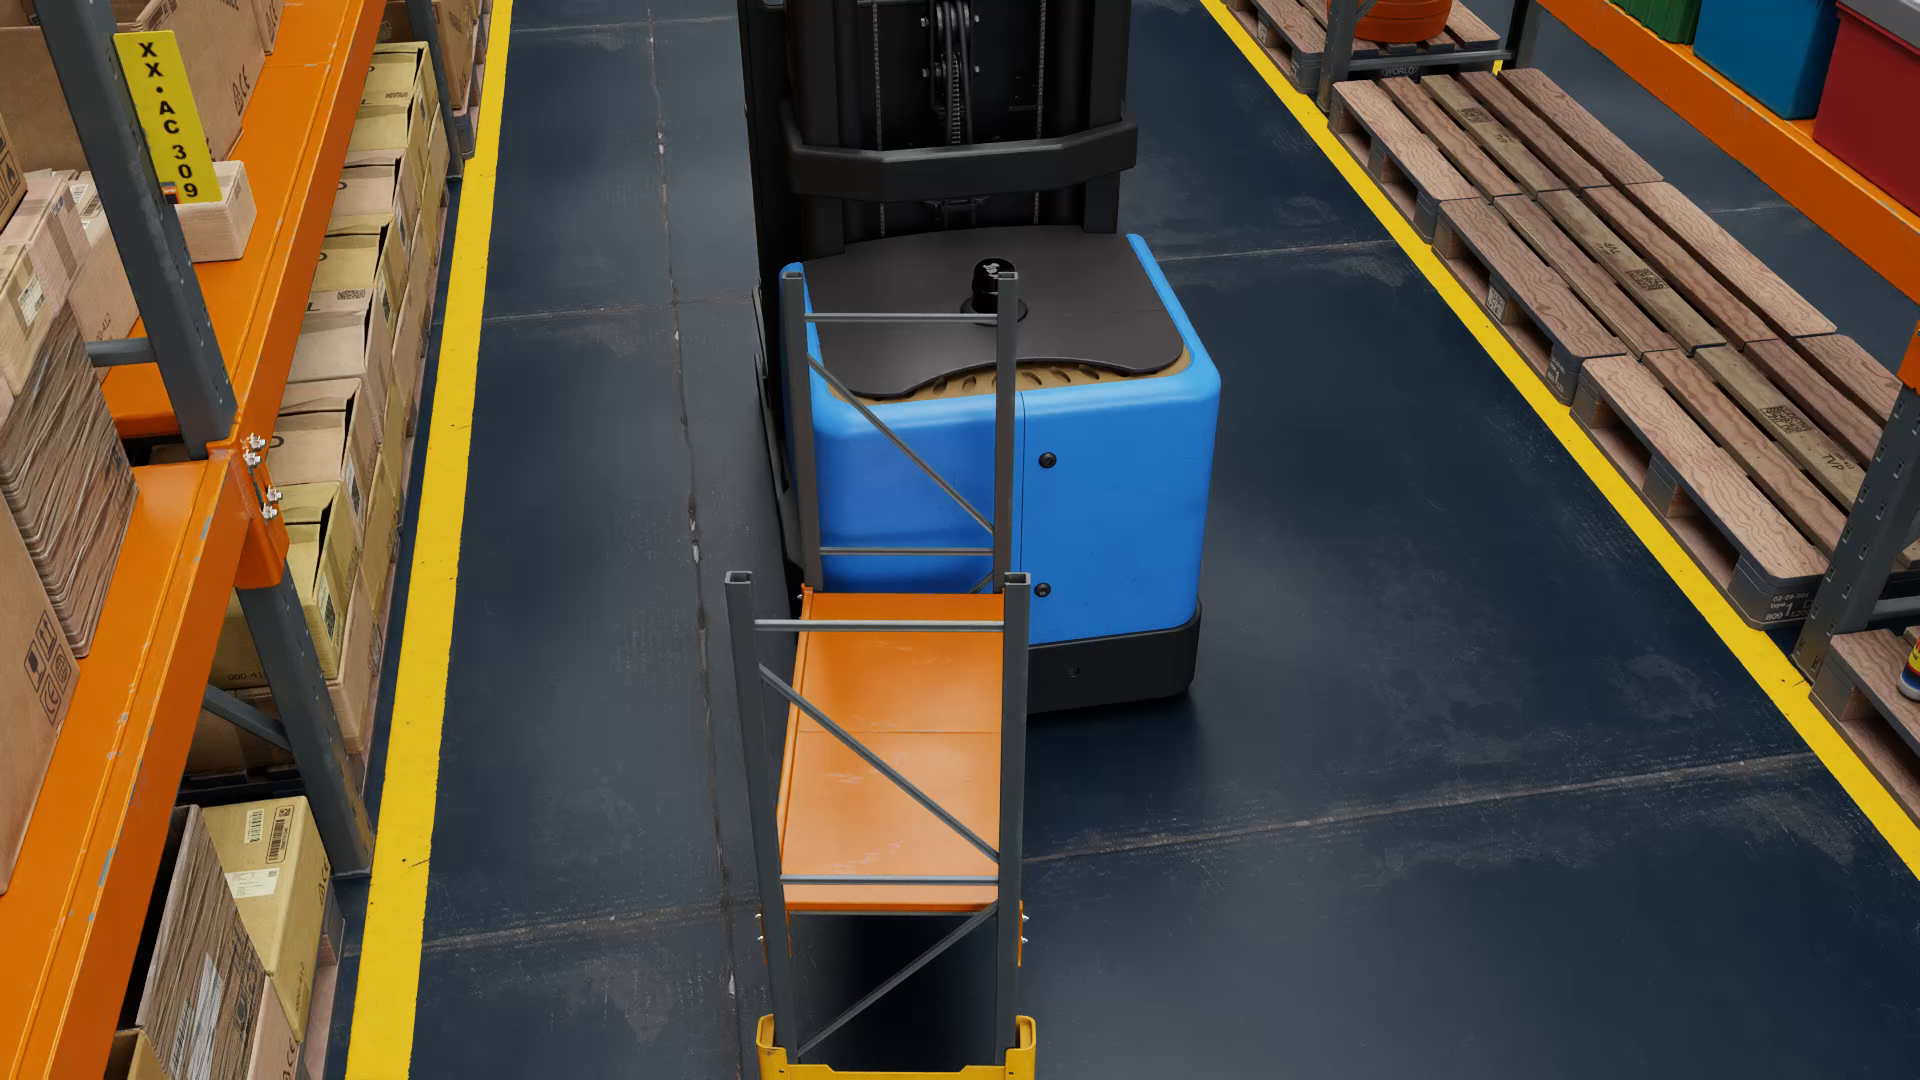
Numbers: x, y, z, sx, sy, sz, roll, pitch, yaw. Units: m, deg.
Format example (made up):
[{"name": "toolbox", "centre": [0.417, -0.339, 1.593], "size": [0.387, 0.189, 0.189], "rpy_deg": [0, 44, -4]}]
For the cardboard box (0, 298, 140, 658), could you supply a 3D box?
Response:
[{"name": "cardboard box", "centre": [-1.894, -0.099, 2.851], "size": [0.700, 0.500, 0.500], "rpy_deg": [-7, 38, -9]}]

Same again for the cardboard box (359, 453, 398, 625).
[{"name": "cardboard box", "centre": [-1.894, 0.014, 4.686], "size": [0.500, 0.250, 0.500], "rpy_deg": [-5, 38, -7]}]

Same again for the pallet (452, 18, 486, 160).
[{"name": "pallet", "centre": [-2.773, -2.097, 7.777], "size": [1.003, 0.211, 1.213], "rpy_deg": [-6, 38, -8]}]

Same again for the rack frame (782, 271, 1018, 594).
[{"name": "rack frame", "centre": [-0.127, 0.030, 3.988], "size": [0.500, 1.500, 0.032], "rpy_deg": [0, 38, 0]}]

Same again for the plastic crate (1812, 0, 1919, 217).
[{"name": "plastic crate", "centre": [2.513, -1.142, 4.223], "size": [0.402, 0.464, 0.583], "rpy_deg": [-6, 38, -8]}]

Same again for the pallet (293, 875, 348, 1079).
[{"name": "pallet", "centre": [-1.880, 1.259, 3.457], "size": [1.003, 0.211, 1.213], "rpy_deg": [-6, 38, -8]}]

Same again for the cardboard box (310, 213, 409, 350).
[{"name": "cardboard box", "centre": [-2.076, -0.833, 5.320], "size": [0.500, 0.311, 0.500], "rpy_deg": [-5, 38, -7]}]

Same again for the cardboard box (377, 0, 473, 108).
[{"name": "cardboard box", "centre": [-2.478, -2.235, 7.361], "size": [0.500, 0.500, 0.500], "rpy_deg": [-5, 38, -6]}]

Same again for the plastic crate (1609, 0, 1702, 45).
[{"name": "plastic crate", "centre": [2.316, -1.795, 5.289], "size": [0.450, 0.188, 0.662], "rpy_deg": [-6, 38, -8]}]

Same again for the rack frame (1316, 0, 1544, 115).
[{"name": "rack frame", "centre": [2.198, -3.274, 7.019], "size": [1.000, 3.000, 0.127], "rpy_deg": [-6, 38, -8]}]

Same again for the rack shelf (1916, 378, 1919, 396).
[{"name": "rack shelf", "centre": [3.249, 0.634, 2.575], "size": [1.077, 0.370, 4.000], "rpy_deg": [-6, 38, -8]}]

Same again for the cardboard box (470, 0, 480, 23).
[{"name": "cardboard box", "centre": [-2.658, -2.855, 8.158], "size": [0.500, 0.500, 0.500], "rpy_deg": [-7, 38, -9]}]

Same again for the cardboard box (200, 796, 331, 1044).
[{"name": "cardboard box", "centre": [-1.682, 0.849, 3.611], "size": [0.500, 0.250, 0.500], "rpy_deg": [-6, 38, -8]}]

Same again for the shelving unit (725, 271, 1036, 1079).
[{"name": "shelving unit", "centre": [-0.131, 0.337, 3.594], "size": [0.587, 1.500, 1.083], "rpy_deg": [0, 38, 0]}]

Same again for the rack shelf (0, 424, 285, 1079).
[{"name": "rack shelf", "centre": [-1.628, 1.165, 1.892], "size": [1.077, 0.370, 4.000], "rpy_deg": [-6, 38, -8]}]

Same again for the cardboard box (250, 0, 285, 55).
[{"name": "cardboard box", "centre": [-2.369, -1.771, 5.003], "size": [0.500, 0.500, 0.500], "rpy_deg": [-8, 39, -10]}]

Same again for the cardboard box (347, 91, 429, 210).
[{"name": "cardboard box", "centre": [-2.248, -1.442, 6.102], "size": [0.500, 0.311, 0.500], "rpy_deg": [-7, 38, -9]}]

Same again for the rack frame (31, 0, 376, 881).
[{"name": "rack frame", "centre": [-1.978, -0.327, 3.226], "size": [1.000, 3.000, 0.127], "rpy_deg": [-6, 38, -8]}]

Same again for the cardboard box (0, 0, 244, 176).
[{"name": "cardboard box", "centre": [-2.189, -1.150, 4.204], "size": [0.500, 0.500, 0.500], "rpy_deg": [-4, 38, -5]}]

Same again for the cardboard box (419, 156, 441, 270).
[{"name": "cardboard box", "centre": [-2.254, -1.221, 6.275], "size": [0.500, 0.250, 0.500], "rpy_deg": [-7, 38, -8]}]

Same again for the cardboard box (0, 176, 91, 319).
[{"name": "cardboard box", "centre": [-1.720, -0.482, 2.815], "size": [0.380, 0.149, 0.250], "rpy_deg": [-6, 38, -8]}]

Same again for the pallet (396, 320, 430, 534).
[{"name": "pallet", "centre": [-2.363, -0.405, 5.599], "size": [1.003, 0.211, 1.213], "rpy_deg": [-6, 38, -8]}]

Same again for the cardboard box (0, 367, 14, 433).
[{"name": "cardboard box", "centre": [-1.630, -0.174, 2.419], "size": [0.380, 0.149, 0.250], "rpy_deg": [-7, 38, -9]}]

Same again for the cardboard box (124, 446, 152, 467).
[{"name": "cardboard box", "centre": [-2.429, -0.156, 4.448], "size": [0.500, 0.311, 0.500], "rpy_deg": [-5, 38, -7]}]

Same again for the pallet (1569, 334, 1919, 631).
[{"name": "pallet", "centre": [2.723, -0.227, 5.370], "size": [1.003, 0.211, 1.213], "rpy_deg": [-6, 38, -8]}]

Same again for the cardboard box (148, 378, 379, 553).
[{"name": "cardboard box", "centre": [-1.888, -0.208, 4.514], "size": [0.500, 0.311, 0.500], "rpy_deg": [-7, 38, -8]}]

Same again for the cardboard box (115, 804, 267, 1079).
[{"name": "cardboard box", "centre": [-1.606, 0.857, 2.990], "size": [0.500, 0.500, 0.500], "rpy_deg": [-6, 38, -8]}]

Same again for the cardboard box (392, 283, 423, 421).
[{"name": "cardboard box", "centre": [-2.075, -0.606, 5.484], "size": [0.500, 0.250, 0.500], "rpy_deg": [-6, 38, -7]}]

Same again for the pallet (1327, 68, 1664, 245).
[{"name": "pallet", "centre": [2.295, -1.700, 7.267], "size": [1.003, 0.211, 1.213], "rpy_deg": [-6, 38, -8]}]

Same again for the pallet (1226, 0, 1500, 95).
[{"name": "pallet", "centre": [2.018, -2.644, 8.481], "size": [1.003, 0.211, 1.213], "rpy_deg": [-6, 38, -8]}]

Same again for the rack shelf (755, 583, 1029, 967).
[{"name": "rack shelf", "centre": [-0.131, 0.484, 3.697], "size": [0.538, 0.185, 1.000], "rpy_deg": [0, 38, 0]}]

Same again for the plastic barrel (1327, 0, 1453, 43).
[{"name": "plastic barrel", "centre": [2.095, -2.876, 7.934], "size": [0.600, 0.830, 0.708], "rpy_deg": [-6, 38, -8]}]

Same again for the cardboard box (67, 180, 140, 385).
[{"name": "cardboard box", "centre": [-2.108, -0.561, 3.649], "size": [0.500, 0.250, 0.500], "rpy_deg": [-4, 38, -5]}]

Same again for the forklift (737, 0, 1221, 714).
[{"name": "forklift", "centre": [-0.111, -1.538, 4.840], "size": [1.130, 2.935, 3.031], "rpy_deg": [-6, 38, -8]}]
